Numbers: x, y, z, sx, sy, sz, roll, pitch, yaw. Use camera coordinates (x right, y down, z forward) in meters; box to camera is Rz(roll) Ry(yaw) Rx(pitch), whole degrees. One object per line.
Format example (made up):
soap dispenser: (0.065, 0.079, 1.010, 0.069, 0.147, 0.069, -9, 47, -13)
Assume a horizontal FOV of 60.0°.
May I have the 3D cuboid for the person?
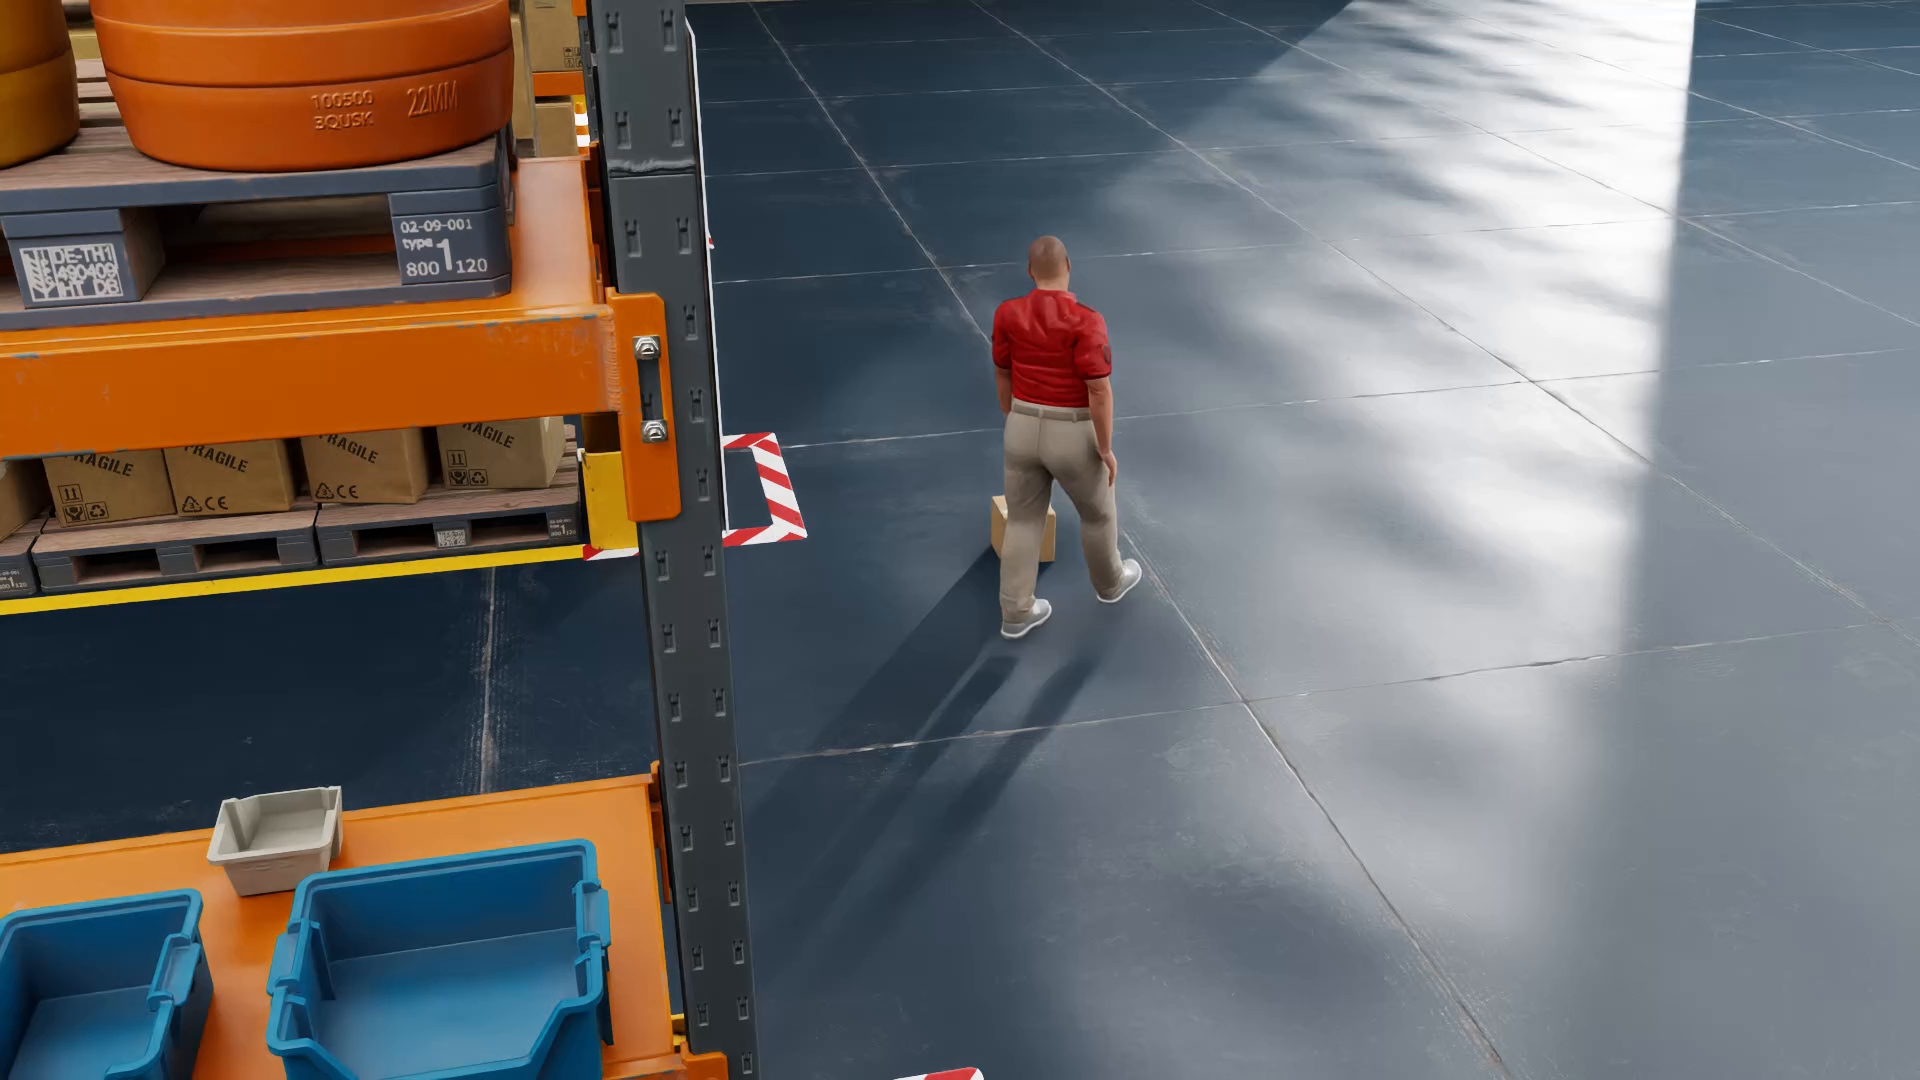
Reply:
person: (0.448, -0.467, 7.035, 0.587, 1.701, 0.777, 13, 29, 24)
